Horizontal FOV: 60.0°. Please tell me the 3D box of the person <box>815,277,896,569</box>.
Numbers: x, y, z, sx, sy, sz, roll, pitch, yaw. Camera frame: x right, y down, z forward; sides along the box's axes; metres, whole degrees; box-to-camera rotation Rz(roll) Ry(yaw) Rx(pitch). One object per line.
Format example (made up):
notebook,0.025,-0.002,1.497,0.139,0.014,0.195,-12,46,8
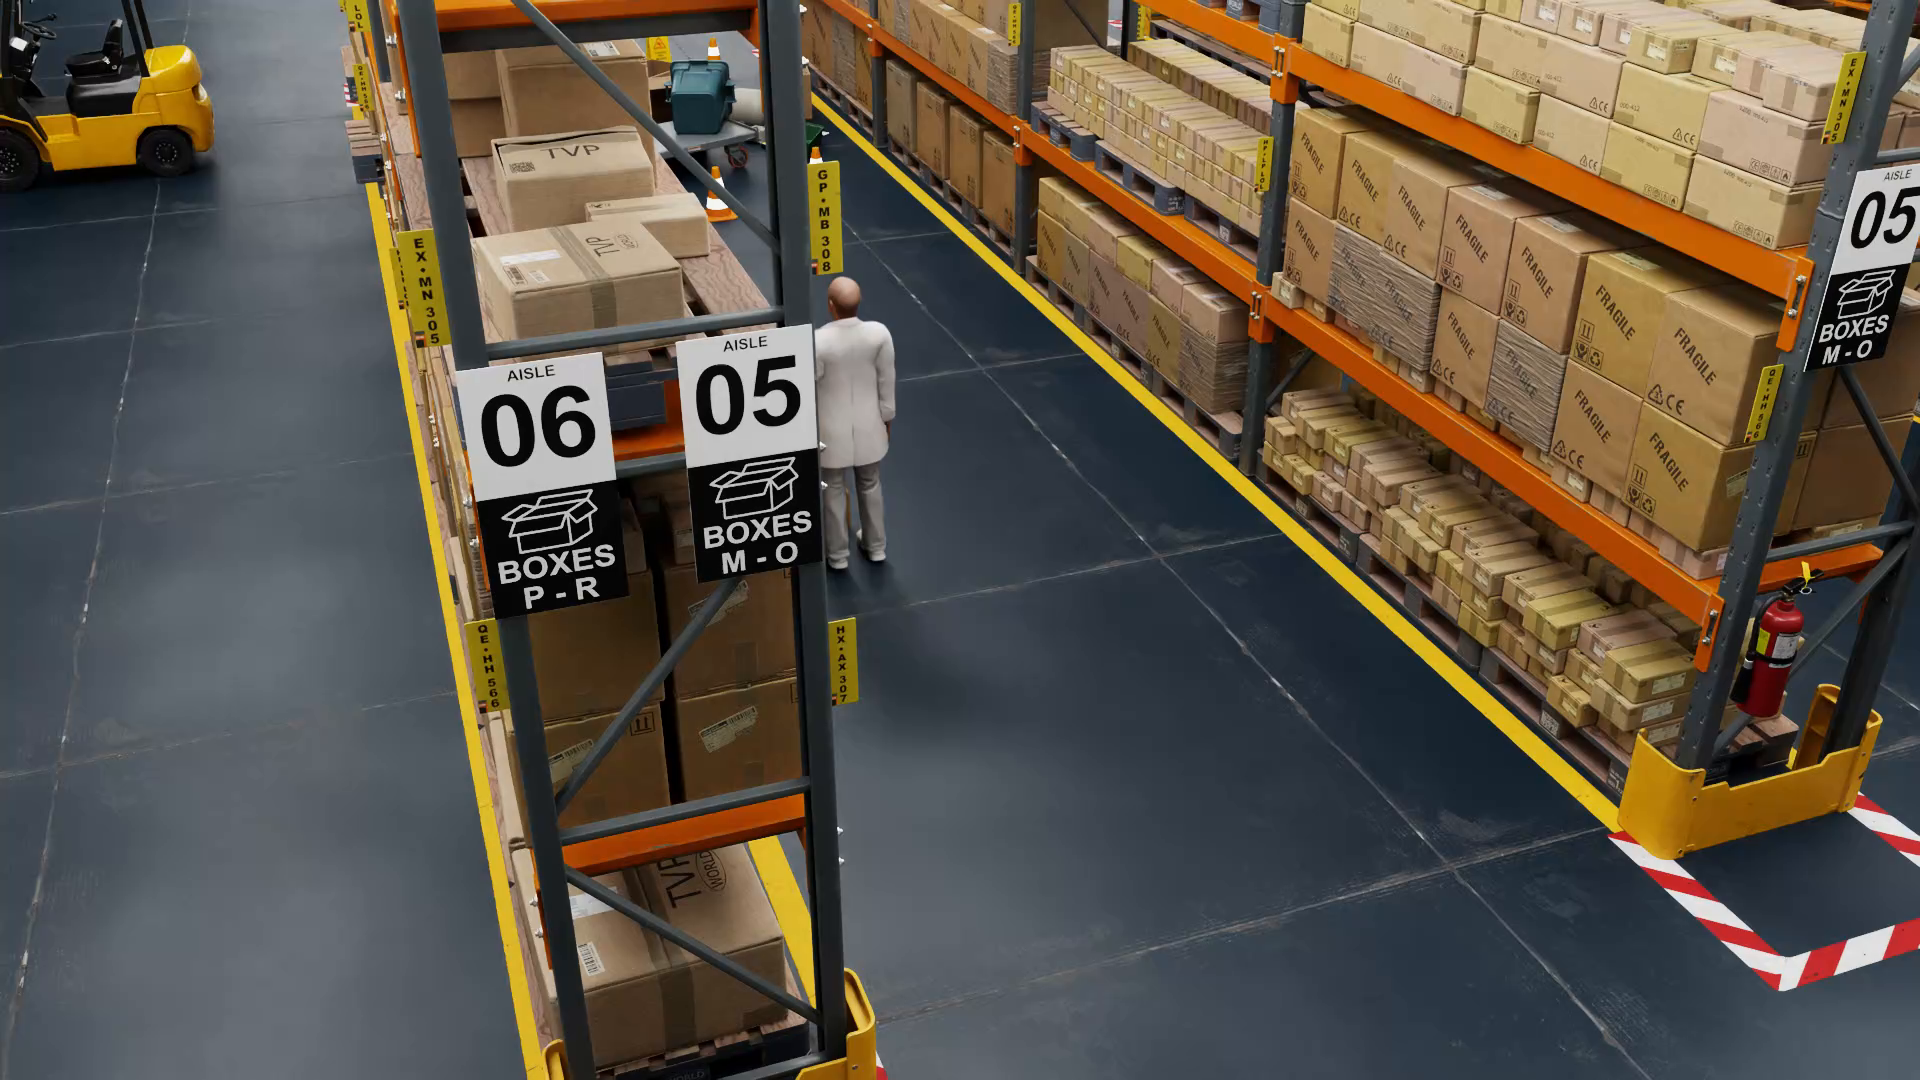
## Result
person,-0.667,-0.684,9.531,0.589,1.790,0.420,-10,31,-17
